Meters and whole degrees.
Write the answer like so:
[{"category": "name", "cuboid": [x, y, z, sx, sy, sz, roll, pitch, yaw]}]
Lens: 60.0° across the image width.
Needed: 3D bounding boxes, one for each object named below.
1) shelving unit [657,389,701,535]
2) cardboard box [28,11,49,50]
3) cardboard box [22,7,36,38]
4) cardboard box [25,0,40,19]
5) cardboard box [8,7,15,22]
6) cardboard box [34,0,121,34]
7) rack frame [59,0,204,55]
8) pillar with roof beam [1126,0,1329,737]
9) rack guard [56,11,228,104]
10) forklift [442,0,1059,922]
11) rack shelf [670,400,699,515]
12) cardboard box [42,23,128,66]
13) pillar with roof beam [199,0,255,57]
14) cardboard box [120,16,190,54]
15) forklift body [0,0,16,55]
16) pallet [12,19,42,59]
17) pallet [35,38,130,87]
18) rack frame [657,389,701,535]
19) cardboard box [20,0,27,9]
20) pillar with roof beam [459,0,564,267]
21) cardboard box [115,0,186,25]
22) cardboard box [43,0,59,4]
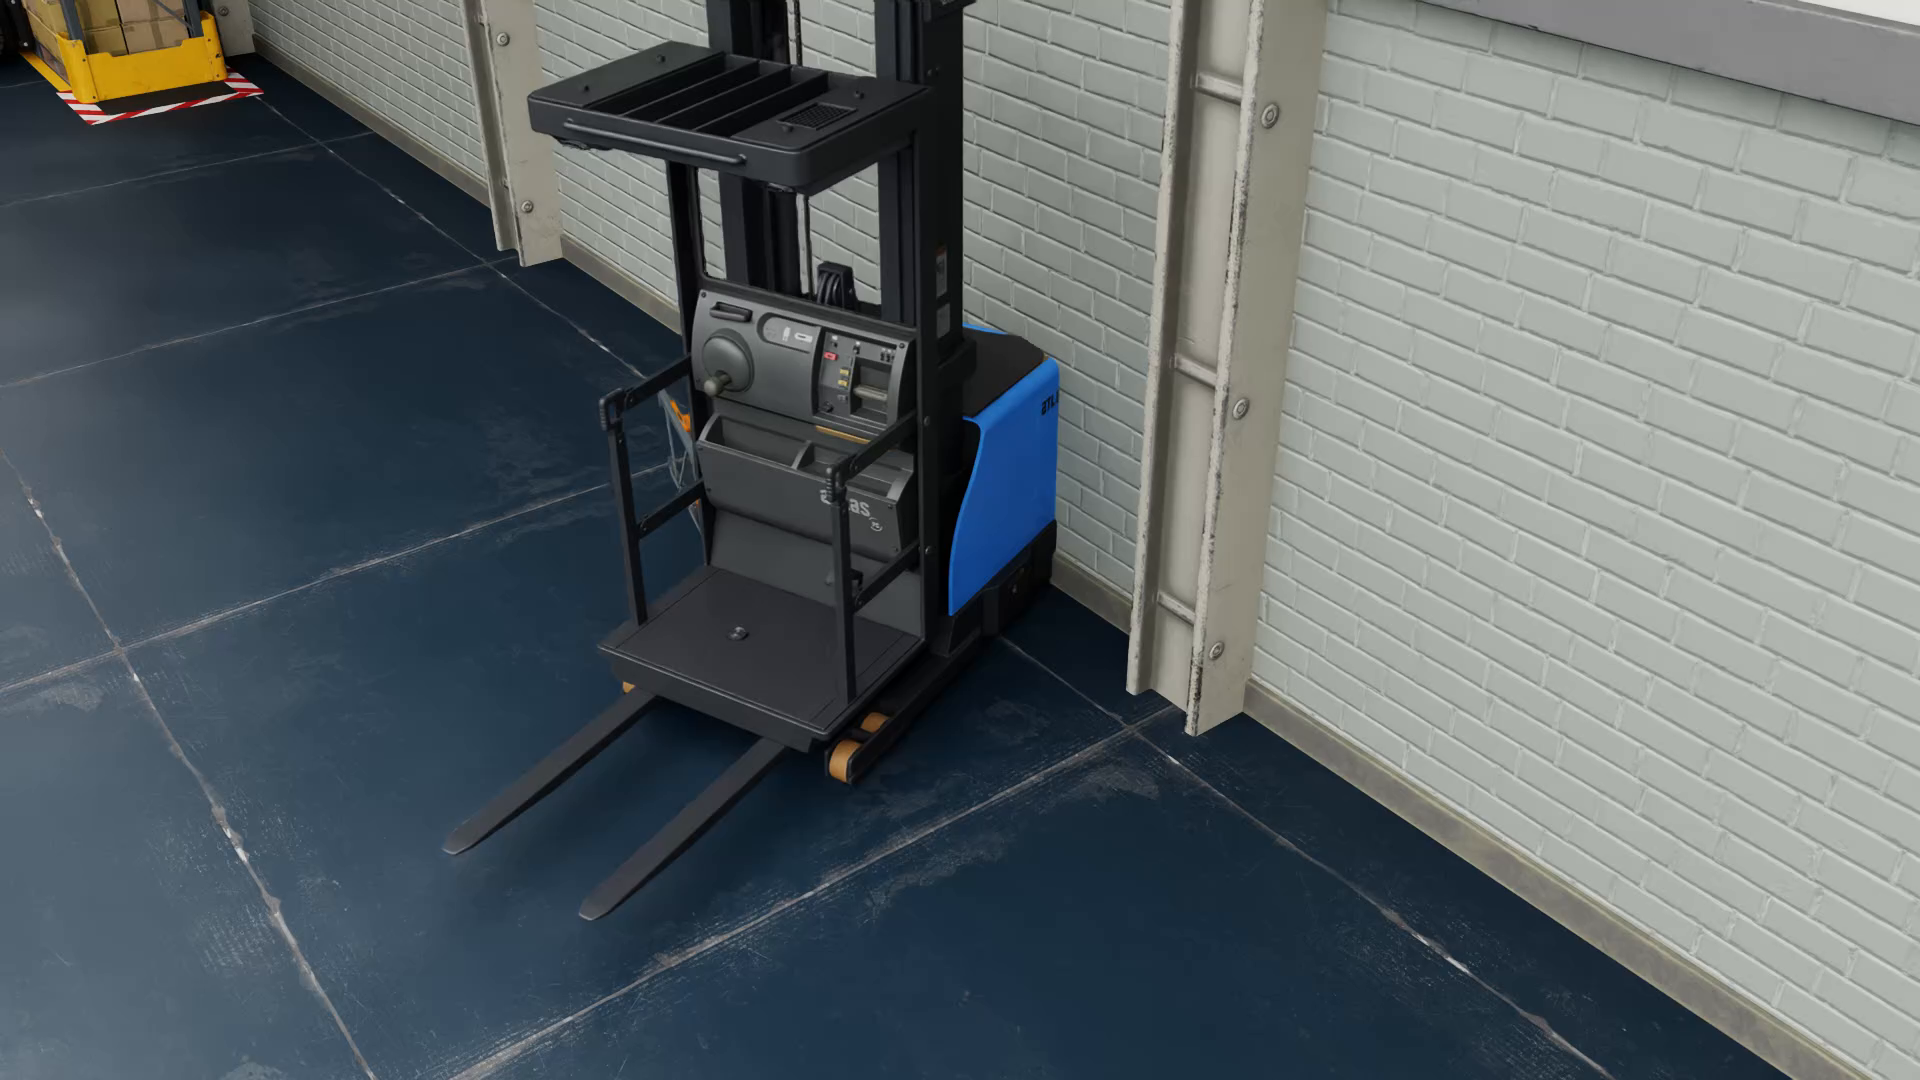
[{"category": "shelving unit", "cuboid": [-0.714, -0.353, 7.633, 1.048, 0.538, 1.125, -15, 37, -17]}, {"category": "cardboard box", "cuboid": [-7.564, -4.368, 14.148, 0.500, 0.250, 0.500, -22, 38, -31]}, {"category": "cardboard box", "cuboid": [-7.864, -4.580, 14.489, 0.500, 0.250, 0.500, -22, 38, -31]}, {"category": "cardboard box", "cuboid": [-7.573, -4.591, 14.033, 0.500, 0.250, 0.500, -23, 38, -32]}, {"category": "cardboard box", "cuboid": [-8.200, -4.789, 14.826, 0.500, 0.250, 0.500, -21, 38, -30]}, {"category": "cardboard box", "cuboid": [-7.274, -4.378, 13.691, 0.500, 0.250, 0.500, -23, 38, -32]}, {"category": "rack frame", "cuboid": [-6.729, -5.054, 13.044, 1.000, 3.000, 0.127, -22, 38, -31]}, {"category": "pillar with roof beam", "cuboid": [-2.486, -1.790, 2.103, 9.100, 9.000, 0.400, -22, 38, -31]}, {"category": "rack guard", "cuboid": [-6.714, -3.982, 13.688, 1.175, 0.500, 0.348, -22, 38, -31]}, {"category": "forklift", "cuboid": [-0.702, -0.606, 5.947, 1.130, 2.935, 3.031, 17, 36, 26]}, {"category": "rack shelf", "cuboid": [-0.807, -0.481, 7.820, 1.000, 0.538, 0.278, -15, 37, -17]}, {"category": "cardboard box", "cuboid": [-7.267, -4.158, 13.810, 0.500, 0.250, 0.500, -22, 38, -31]}, {"category": "pillar with roof beam", "cuboid": [-9.845, -6.791, 10.156, 9.100, 9.000, 0.400, -22, 38, -31]}, {"category": "cardboard box", "cuboid": [-6.876, -4.332, 14.090, 0.500, 0.250, 0.500, -22, 38, -31]}, {"category": "forklift body", "cuboid": [-9.333, -4.893, 13.590, 2.313, 2.155, 1.214, -22, 38, -31]}, {"category": "pallet", "cuboid": [-7.975, -4.683, 15.089, 1.003, 0.211, 1.213, -22, 38, -31]}, {"category": "pallet", "cuboid": [-7.231, -4.175, 14.271, 1.003, 0.211, 1.213, -22, 38, -31]}, {"category": "rack frame", "cuboid": [-1.184, -0.225, 7.488, 0.032, 0.500, 1.125, -15, 37, -17]}, {"category": "cardboard box", "cuboid": [-7.907, -4.799, 14.368, 0.500, 0.250, 0.500, -23, 39, -32]}, {"category": "pillar with roof beam", "cuboid": [-6.165, -4.291, 6.129, 9.100, 9.000, 0.400, -22, 38, -31]}, {"category": "cardboard box", "cuboid": [-6.853, -4.540, 13.951, 0.500, 0.250, 0.500, -21, 38, -31]}, {"category": "cardboard box", "cuboid": [-7.258, -4.580, 13.542, 0.500, 0.250, 0.500, -21, 37, -30]}]
